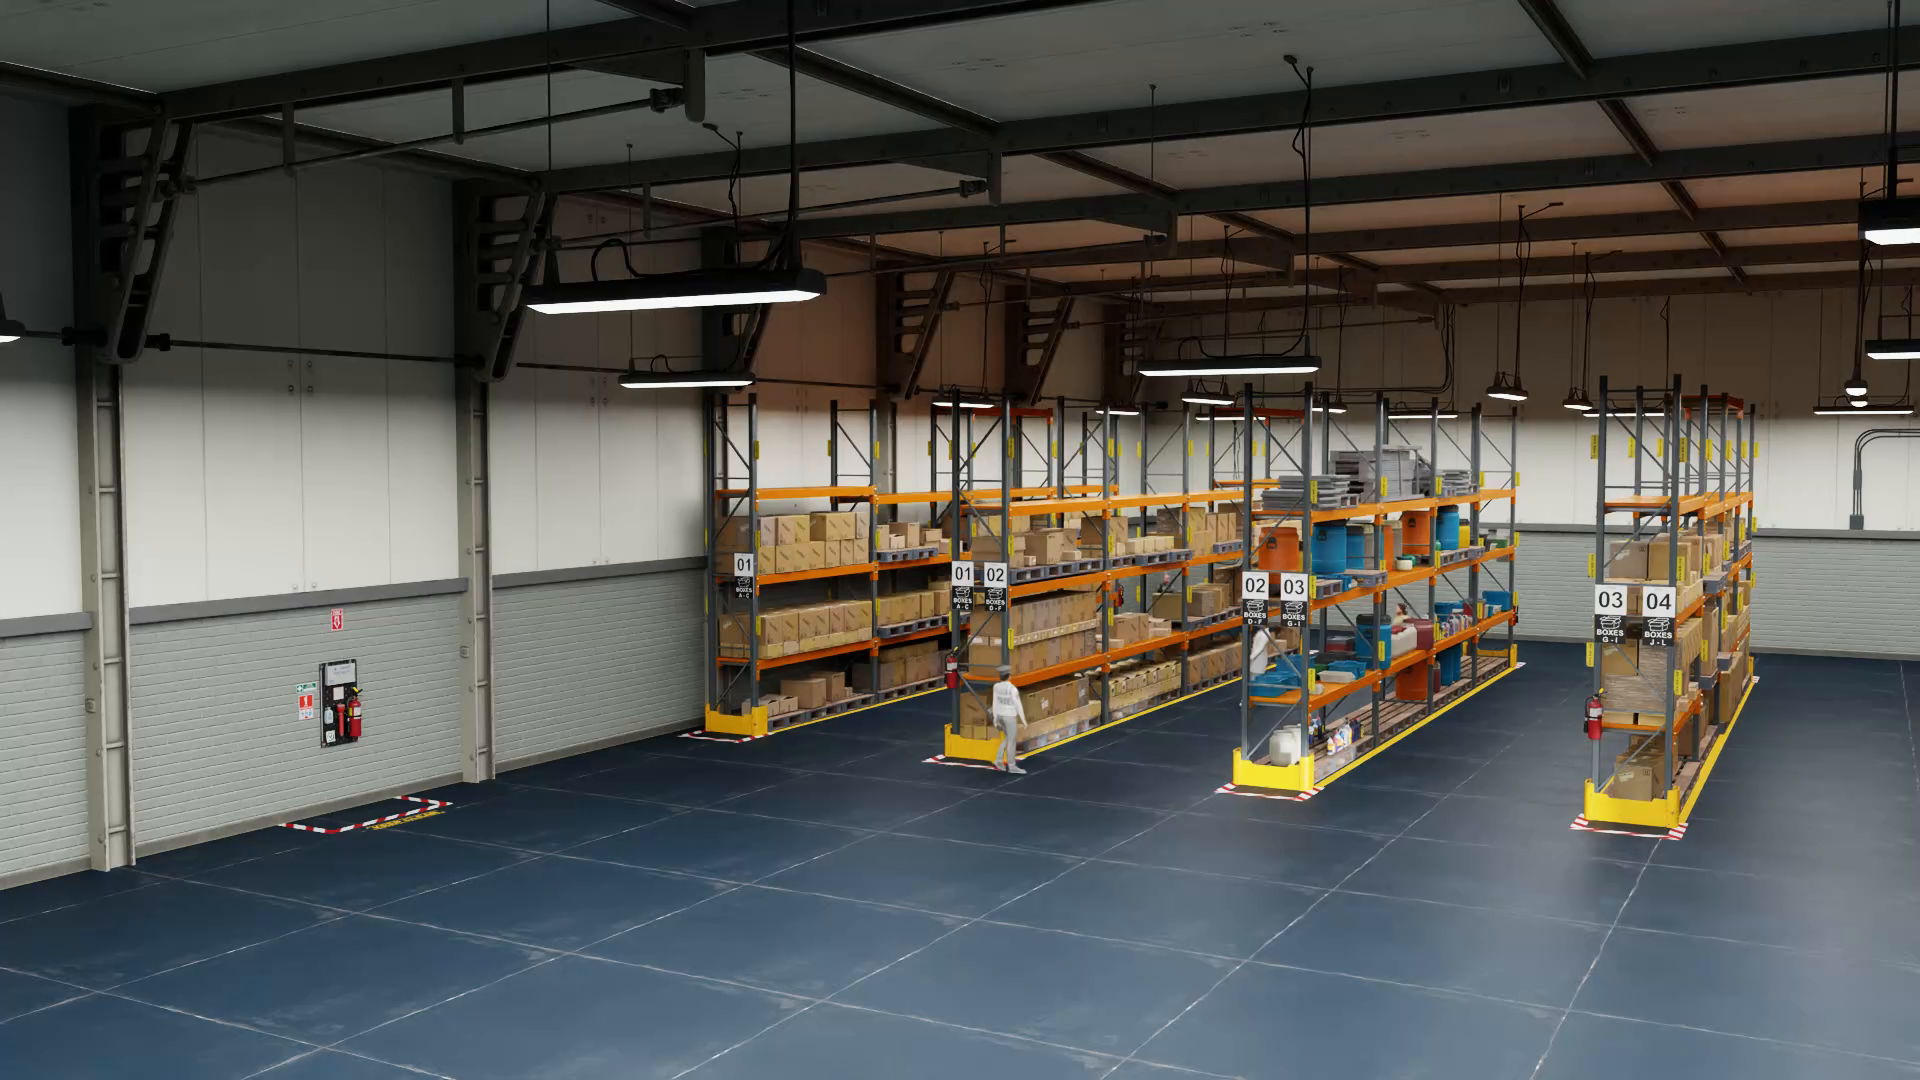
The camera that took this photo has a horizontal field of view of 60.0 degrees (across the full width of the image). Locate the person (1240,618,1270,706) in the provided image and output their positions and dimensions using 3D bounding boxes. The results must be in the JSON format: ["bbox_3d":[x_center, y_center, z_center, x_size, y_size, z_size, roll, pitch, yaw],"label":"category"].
[{"bbox_3d":[5.769,2.370,32.460,0.655,1.759,0.657,0,3,-9],"label":"person"}]

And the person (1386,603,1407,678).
[{"bbox_3d":[9.677,2.202,36.540,0.861,1.625,0.457,-3,4,-42],"label":"person"}]

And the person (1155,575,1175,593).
[{"bbox_3d":[5.450,1.763,44.290,0.576,1.683,0.990,1,3,11],"label":"person"}]

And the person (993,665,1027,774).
[{"bbox_3d":[0.760,2.777,25.738,0.454,1.687,0.537,-2,4,-28],"label":"person"}]
